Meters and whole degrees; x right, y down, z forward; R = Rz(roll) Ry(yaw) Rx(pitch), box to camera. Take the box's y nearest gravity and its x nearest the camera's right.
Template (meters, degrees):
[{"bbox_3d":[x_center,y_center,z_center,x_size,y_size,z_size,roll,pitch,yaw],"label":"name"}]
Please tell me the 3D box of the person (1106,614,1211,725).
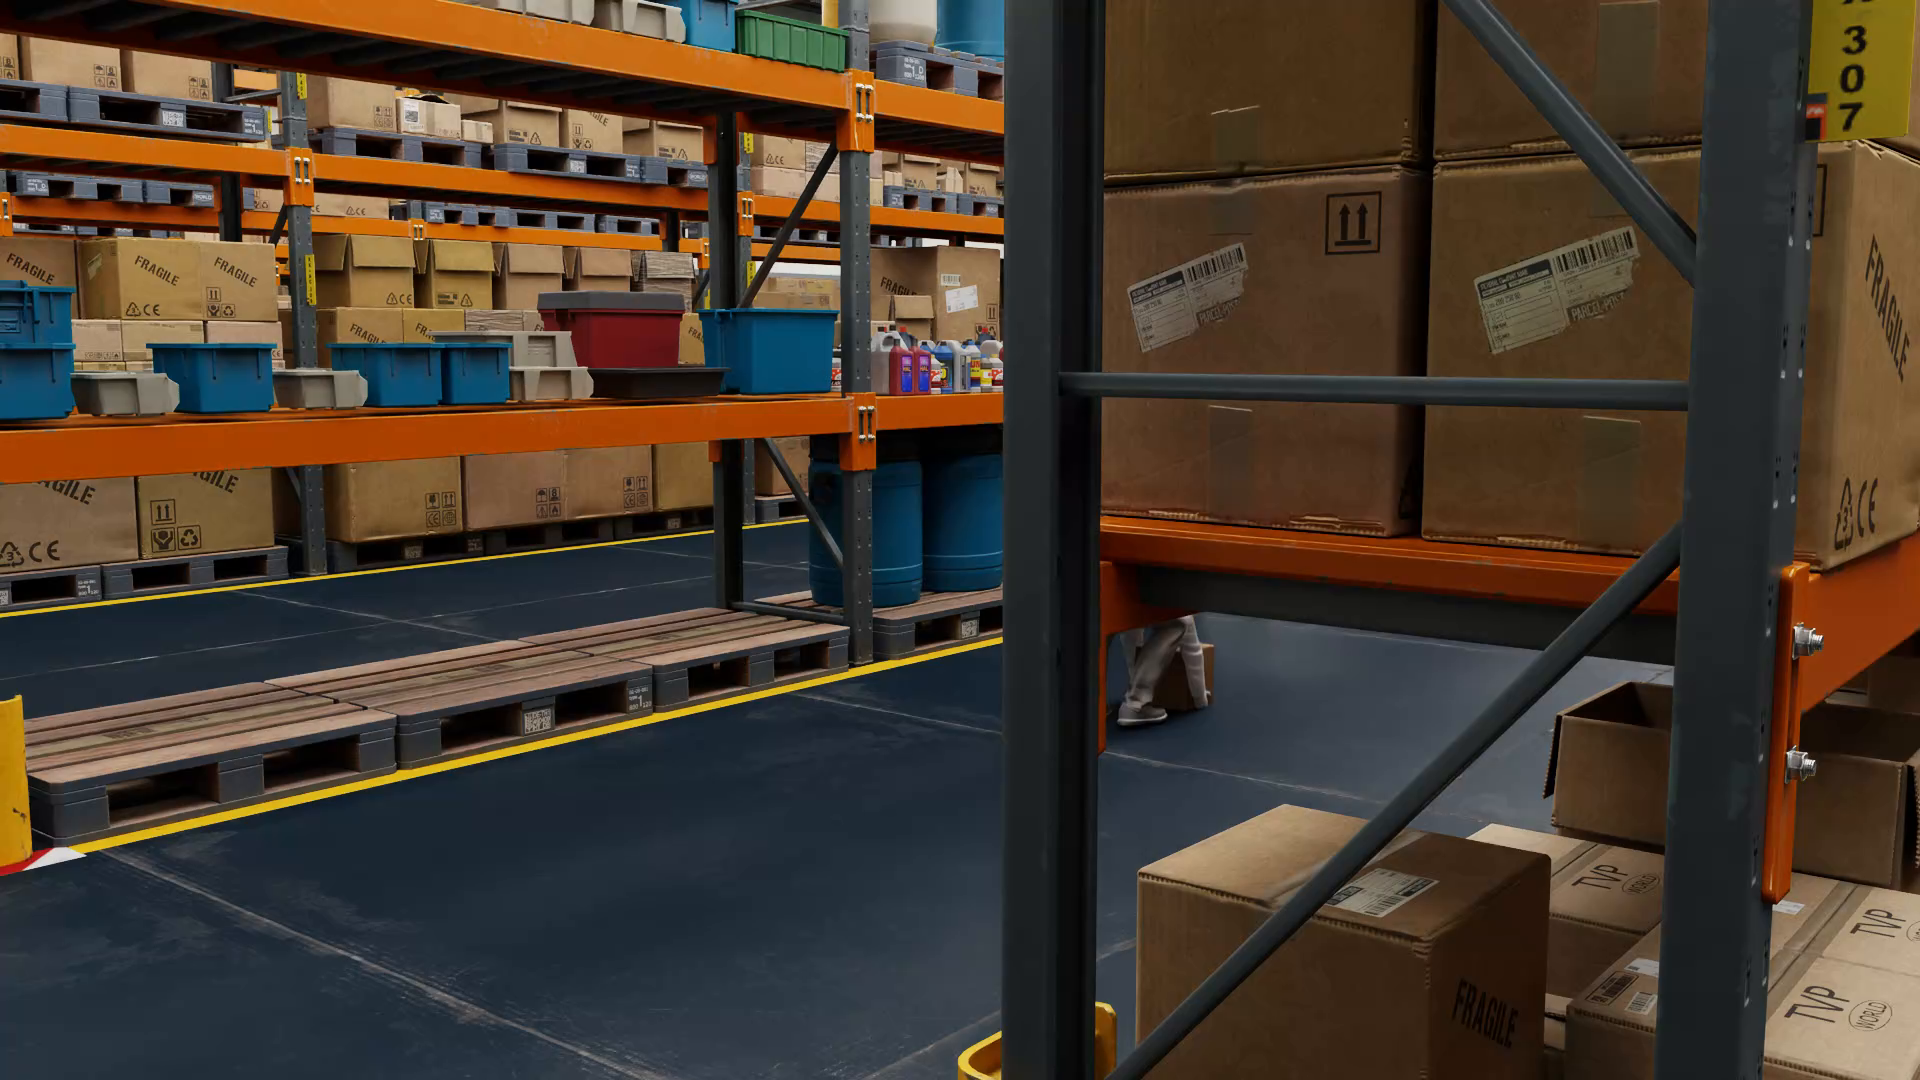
[{"bbox_3d":[0.728,0.354,6.983,0.461,0.822,0.897,5,8,36],"label":"person"}]
